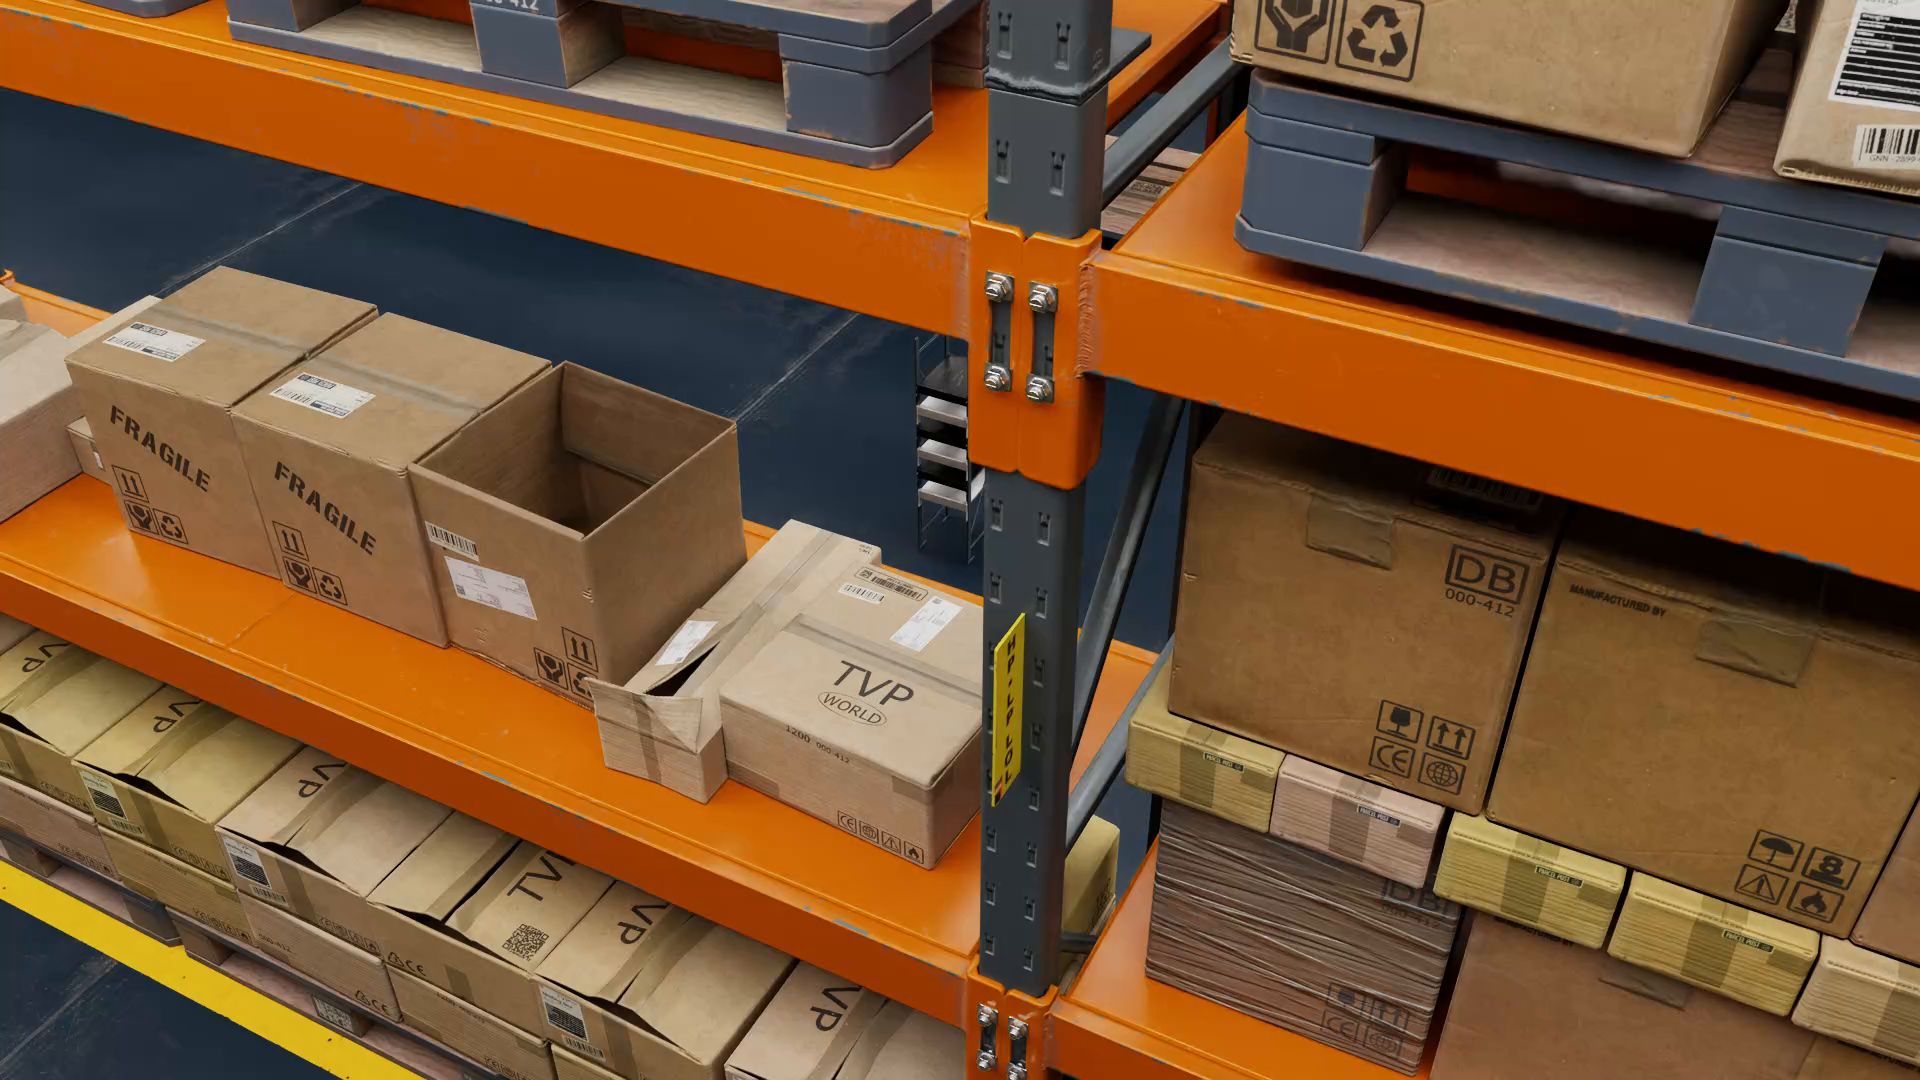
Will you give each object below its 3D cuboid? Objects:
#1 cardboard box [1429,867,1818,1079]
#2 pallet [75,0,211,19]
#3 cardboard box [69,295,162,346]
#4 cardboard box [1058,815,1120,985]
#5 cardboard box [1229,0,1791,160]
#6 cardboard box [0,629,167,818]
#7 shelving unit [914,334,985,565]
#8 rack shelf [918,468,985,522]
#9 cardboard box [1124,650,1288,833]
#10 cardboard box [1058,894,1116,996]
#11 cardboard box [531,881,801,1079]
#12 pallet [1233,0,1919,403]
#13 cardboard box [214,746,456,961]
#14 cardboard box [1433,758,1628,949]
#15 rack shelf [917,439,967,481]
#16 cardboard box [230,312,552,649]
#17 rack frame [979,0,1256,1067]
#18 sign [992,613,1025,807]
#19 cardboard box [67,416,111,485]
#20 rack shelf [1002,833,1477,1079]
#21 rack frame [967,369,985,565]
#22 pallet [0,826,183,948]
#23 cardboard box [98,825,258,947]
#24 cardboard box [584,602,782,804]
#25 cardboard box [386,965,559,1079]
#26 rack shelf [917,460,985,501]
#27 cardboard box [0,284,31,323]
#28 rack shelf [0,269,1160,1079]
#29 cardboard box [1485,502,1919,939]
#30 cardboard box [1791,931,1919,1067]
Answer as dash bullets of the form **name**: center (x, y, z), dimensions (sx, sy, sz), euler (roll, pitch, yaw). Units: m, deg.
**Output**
- **cardboard box**: center (1.184, 0.620, 2.869), dimensions (0.500, 0.500, 0.700), euler (17, 40, 21)
- **pallet**: center (-1.598, -1.385, 3.268), dimensions (1.213, 0.211, 1.003), euler (19, 41, 24)
- **cardboard box**: center (-2.311, -0.513, 4.653), dimensions (0.250, 0.149, 0.380), euler (17, 41, 21)
- **cardboard box**: center (0.063, 0.853, 4.108), dimensions (0.500, 0.311, 0.500), euler (18, 41, 22)
- **cardboard box**: center (0.642, -0.779, 1.768), dimensions (0.500, 0.500, 0.500), euler (21, 42, 25)
- **cardboard box**: center (-2.436, 0.434, 4.660), dimensions (0.500, 0.311, 0.500), euler (16, 40, 20)
- **shelving unit**: center (-0.007, -0.361, 5.981), dimensions (0.210, 0.900, 0.258), euler (17, 41, 21)
- **rack shelf**: center (-0.007, -0.191, 6.110), dimensions (0.200, 0.077, 0.258), euler (17, 41, 21)
- **cardboard box**: center (0.465, 0.278, 2.784), dimensions (0.250, 0.149, 0.380), euler (17, 41, 21)
- **cardboard box**: center (0.071, 1.080, 4.273), dimensions (0.500, 0.250, 0.500), euler (16, 40, 20)
- **cardboard box**: center (-0.641, 1.002, 3.913), dimensions (0.500, 0.311, 0.500), euler (19, 41, 23)
- **pallet**: center (1.085, -0.539, 2.072), dimensions (1.213, 0.211, 1.003), euler (17, 41, 21)
- **cardboard box**: center (-1.527, 0.720, 4.284), dimensions (0.500, 0.311, 0.500), euler (17, 40, 21)
- **cardboard box**: center (0.918, 0.418, 2.599), dimensions (0.250, 0.149, 0.380), euler (16, 40, 20)
- **rack shelf**: center (-0.007, -0.334, 6.001), dimensions (0.200, 0.077, 0.258), euler (17, 41, 21)
- **cardboard box**: center (-1.272, -0.151, 3.885), dimensions (0.500, 0.500, 0.500), euler (17, 41, 22)
- **rack frame**: center (0.315, 0.397, 3.246), dimensions (0.127, 3.000, 1.000), euler (17, 41, 21)
- **sign**: center (0.075, 0.261, 2.532), dimensions (0.005, 0.325, 0.100), euler (17, 41, 21)
- **cardboard box**: center (-2.078, -0.291, 4.360), dimensions (0.250, 0.149, 0.380), euler (20, 42, 25)
- **rack shelf**: center (2.091, 1.240, 2.731), dimensions (4.000, 0.370, 1.077), euler (17, 41, 21)
- **rack frame**: center (0.083, -0.332, 5.944), dimensions (0.006, 0.900, 0.240), euler (17, 41, 21)
- **pallet**: center (-2.523, 0.645, 5.225), dimensions (1.213, 0.211, 1.003), euler (17, 41, 21)
- **cardboard box**: center (-1.995, 0.797, 4.646), dimensions (0.500, 0.250, 0.500), euler (16, 40, 20)
- **cardboard box**: center (-0.550, 0.305, 3.479), dimensions (0.258, 0.266, 0.396), euler (16, 40, 20)
- **cardboard box**: center (-1.089, 1.082, 4.271), dimensions (0.500, 0.250, 0.500), euler (18, 41, 22)
- **rack shelf**: center (-0.007, -0.262, 6.055), dimensions (0.200, 0.077, 0.258), euler (17, 41, 21)
- **cardboard box**: center (-2.934, -0.555, 4.574), dimensions (0.500, 0.311, 0.500), euler (20, 42, 24)
- **rack shelf**: center (-1.460, 0.128, 4.196), dimensions (4.000, 0.370, 1.077), euler (17, 41, 21)
- **cardboard box**: center (1.162, 0.100, 2.481), dimensions (0.500, 0.500, 0.700), euler (17, 40, 21)
- **cardboard box**: center (1.373, 0.561, 2.411), dimensions (0.250, 0.149, 0.380), euler (16, 40, 20)
